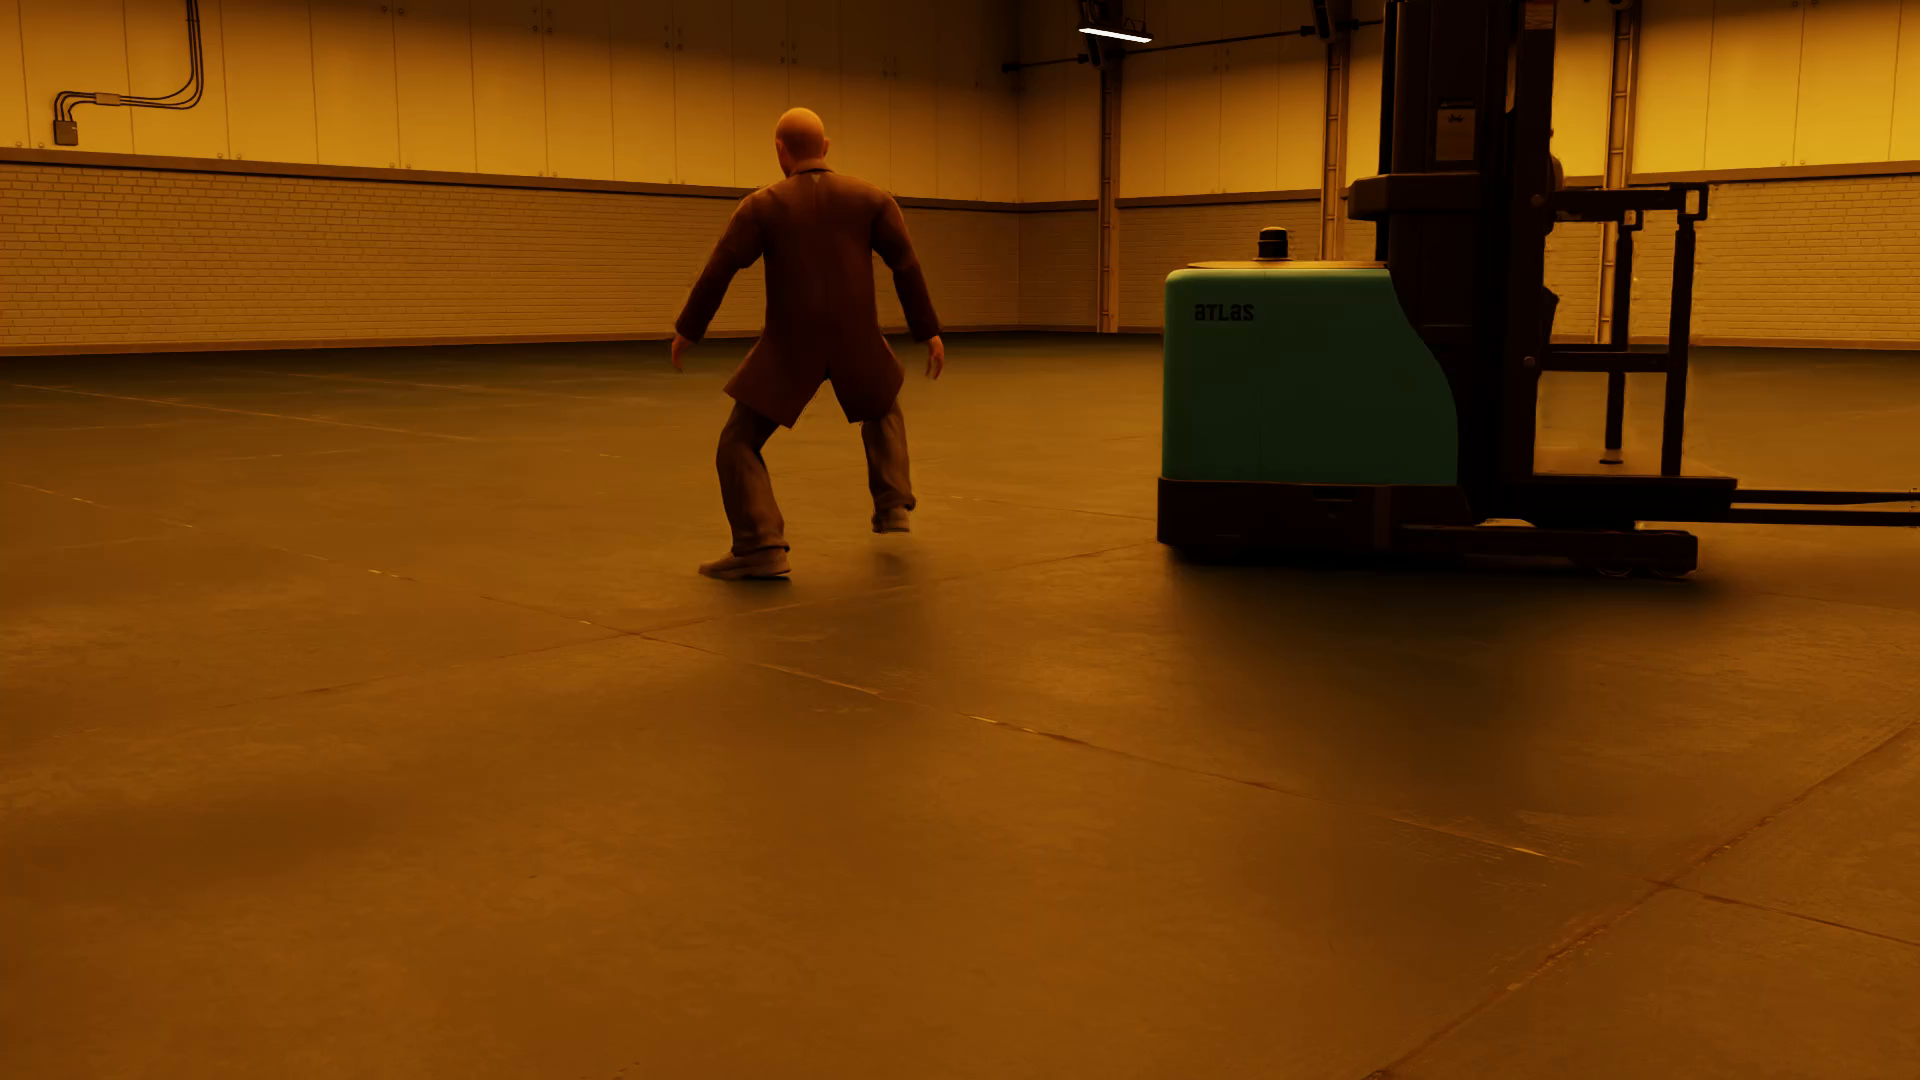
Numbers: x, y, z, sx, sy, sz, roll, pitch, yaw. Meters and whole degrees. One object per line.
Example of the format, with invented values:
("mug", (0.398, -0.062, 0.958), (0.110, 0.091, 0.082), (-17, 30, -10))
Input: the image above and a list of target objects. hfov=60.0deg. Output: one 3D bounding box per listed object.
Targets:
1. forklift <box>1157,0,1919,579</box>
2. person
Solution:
("forklift", (2.304, -1.398, 6.158), (3.031, 2.935, 1.130), (2, 9, 10))
("person", (-0.537, -0.713, 6.031), (0.990, 1.658, 0.671), (-2, 9, -13))
